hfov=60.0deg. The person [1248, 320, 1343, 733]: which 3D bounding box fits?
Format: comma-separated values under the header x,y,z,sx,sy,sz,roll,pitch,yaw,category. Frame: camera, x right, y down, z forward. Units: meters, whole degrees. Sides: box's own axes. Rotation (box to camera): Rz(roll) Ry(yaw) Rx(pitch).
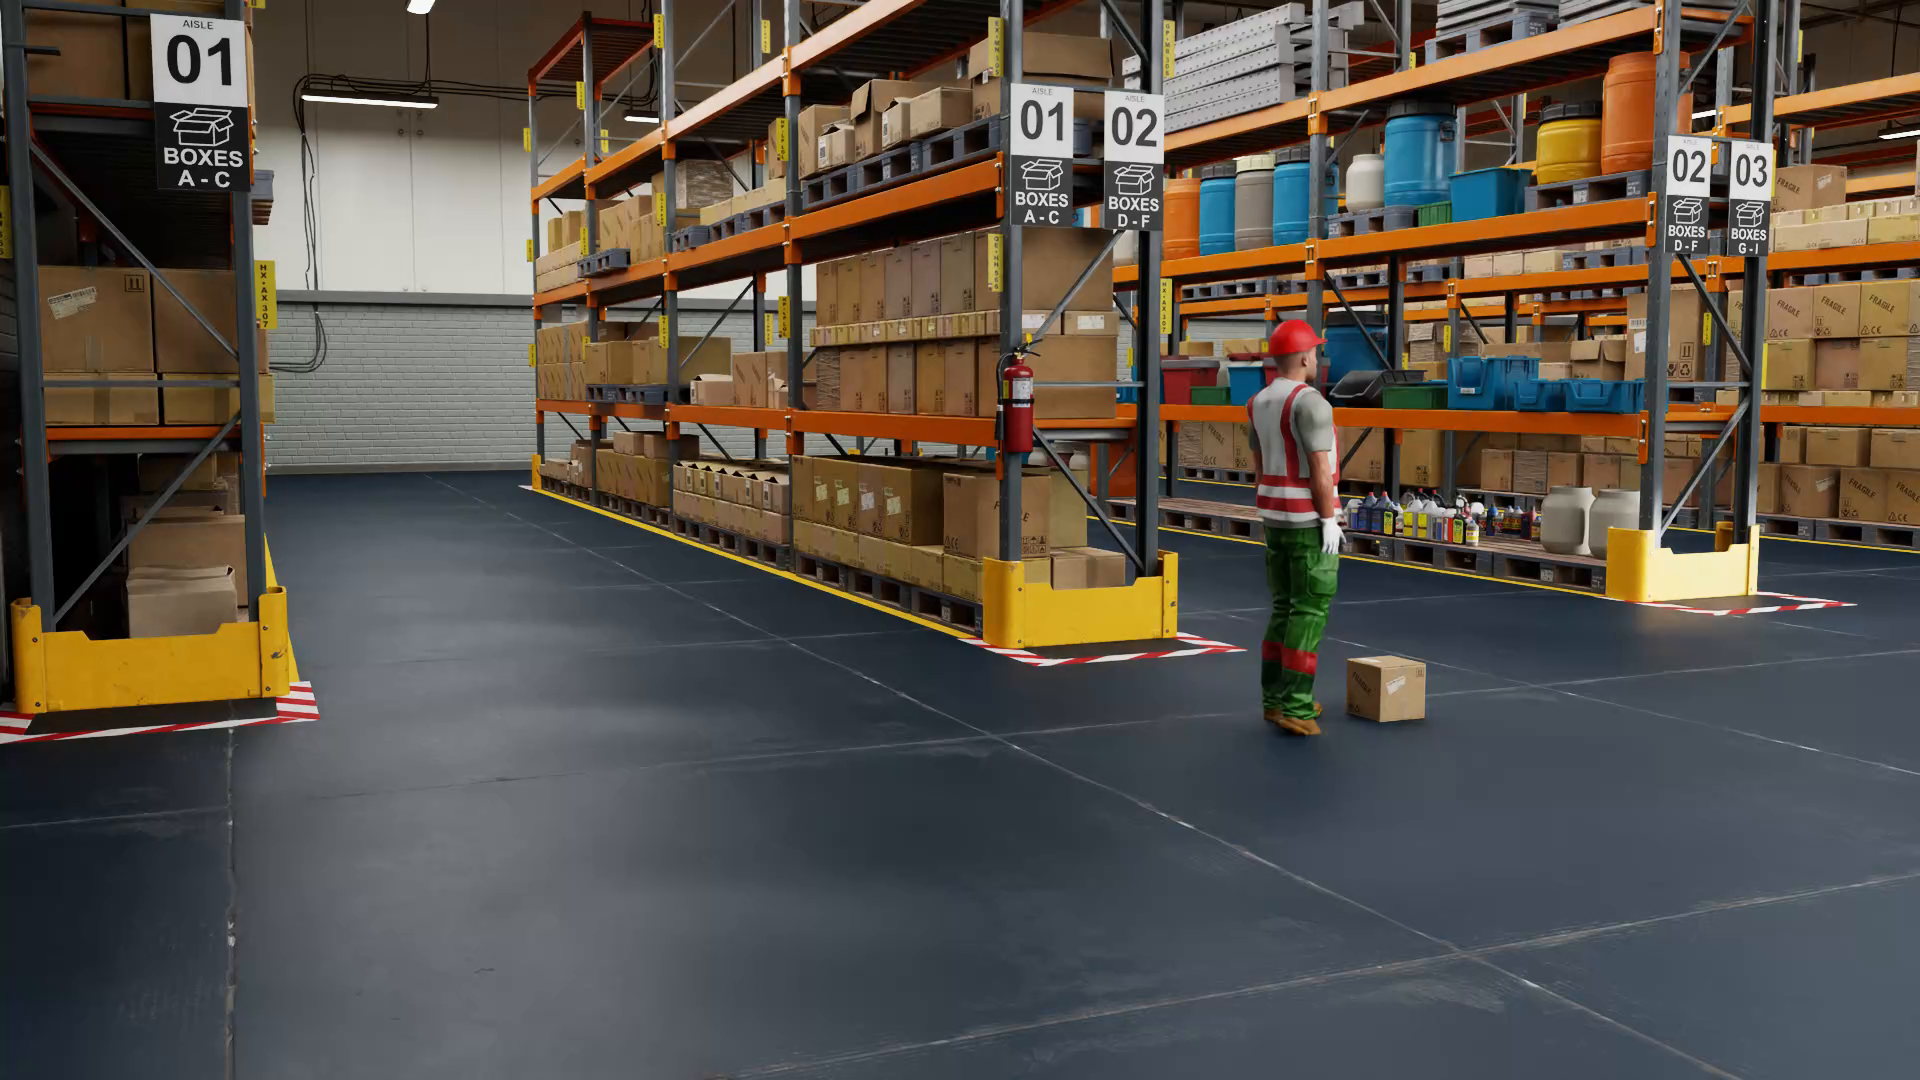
x,y,z,sx,sy,sz,roll,pitch,yaw,category
1.490,-0.061,7.334,0.342,1.805,0.524,-2,6,-22,person
